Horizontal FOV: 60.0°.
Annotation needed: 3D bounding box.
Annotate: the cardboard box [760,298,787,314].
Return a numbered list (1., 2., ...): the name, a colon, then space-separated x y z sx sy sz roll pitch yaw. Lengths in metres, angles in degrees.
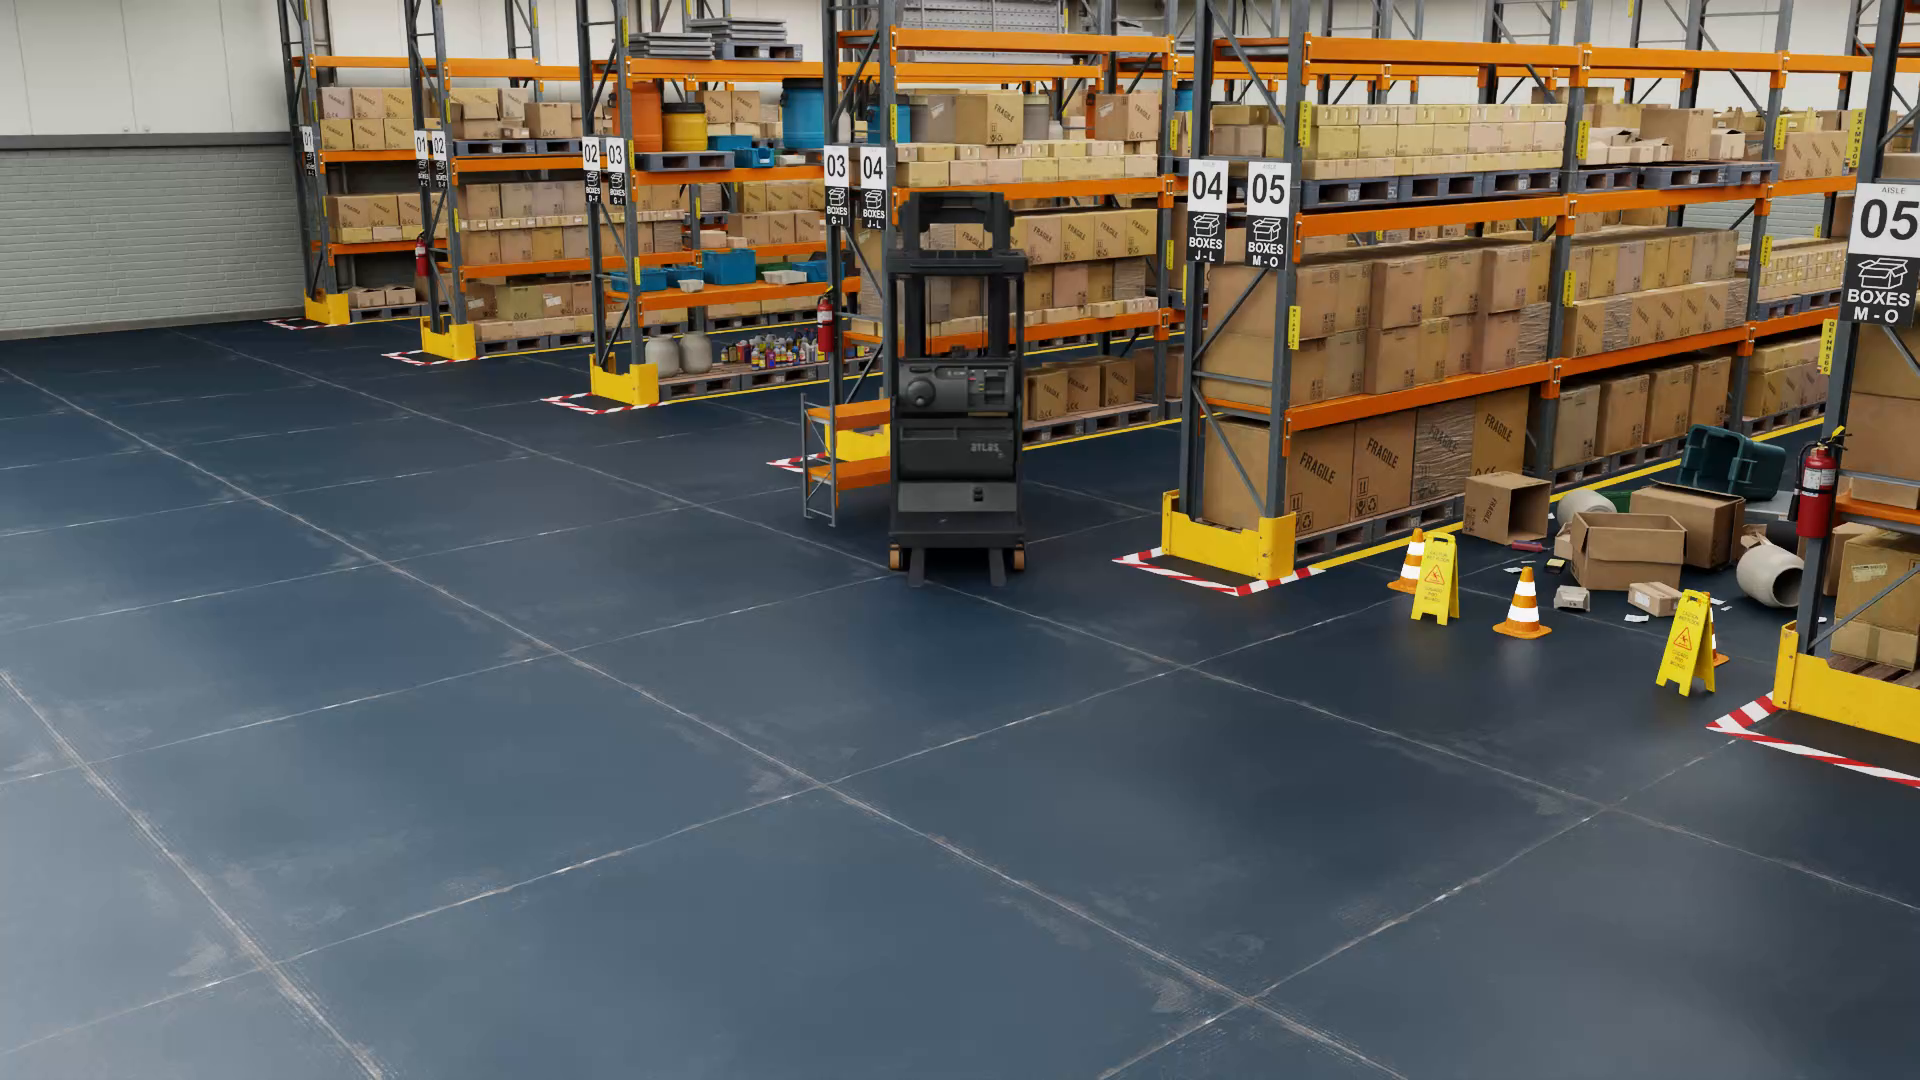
1. cardboard box: -3.236 -3.928 27.658 0.500 0.250 0.500 -13 20 -41

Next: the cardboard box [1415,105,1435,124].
1. cardboard box: 3.605 -3.443 13.451 0.250 0.149 0.380 -13 20 -40

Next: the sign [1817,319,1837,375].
1. sign: 5.161 -1.146 9.874 0.005 0.325 0.100 -13 19 -39

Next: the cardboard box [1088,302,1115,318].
1. cardboard box: 1.515 -2.580 18.582 0.250 0.149 0.380 -13 19 -39

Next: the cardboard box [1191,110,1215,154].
1. cardboard box: 3.152 -4.852 19.776 0.637 0.503 0.797 -12 19 -37

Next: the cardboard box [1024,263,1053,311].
1. cardboard box: 0.526 -2.799 18.146 0.500 0.500 0.875 -13 19 -39

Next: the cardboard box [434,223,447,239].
1. cardboard box: -9.020 -5.364 28.772 0.500 0.250 0.500 -12 19 -39

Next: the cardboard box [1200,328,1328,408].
1. cardboard box: 2.435 -1.414 13.439 0.550 0.550 0.875 -13 19 -39

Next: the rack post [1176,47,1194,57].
1. rack post: 3.363 -7.539 26.003 0.954 0.300 0.937 -10 18 -33

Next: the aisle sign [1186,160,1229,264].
1. aisle sign: 1.934 -2.572 13.028 0.004 0.787 0.394 -13 19 -39

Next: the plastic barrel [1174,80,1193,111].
1. plastic barrel: 3.619 -6.825 26.390 0.708 0.901 0.600 -13 19 -39

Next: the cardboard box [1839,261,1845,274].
1. cardboard box: 10.279 -3.244 19.680 0.250 0.149 0.380 -14 20 -42

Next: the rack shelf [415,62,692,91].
1. rack shelf: -5.987 -6.878 24.730 4.000 0.370 1.077 -13 19 -39

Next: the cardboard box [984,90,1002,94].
1. cardboard box: 0.562 -9.586 36.343 0.500 0.500 0.500 -12 19 -38

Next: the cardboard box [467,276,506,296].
1. cardboard box: -8.489 -4.644 29.815 0.500 0.500 0.500 14 21 43

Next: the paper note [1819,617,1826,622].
1. paper note: 6.206 0.567 12.068 0.142 0.019 0.148 8 17 28

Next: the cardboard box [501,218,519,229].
1. cardboard box: -6.672 -4.655 24.414 0.250 0.149 0.380 -13 19 -39

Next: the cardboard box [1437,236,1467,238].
1. cardboard box: 6.735 -3.945 23.012 0.500 0.500 0.500 -13 19 -39

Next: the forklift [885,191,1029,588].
1. forklift: -0.024 -1.251 13.254 1.130 2.935 3.031 0 15 0

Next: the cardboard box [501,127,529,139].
1. cardboard box: -6.492 -5.945 24.282 0.250 0.149 0.380 -13 19 -39

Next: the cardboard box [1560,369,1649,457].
1. cardboard box: 6.341 -1.348 17.031 0.750 0.750 1.050 -13 19 -39

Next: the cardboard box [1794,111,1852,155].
1. cardboard box: 9.985 -4.768 19.462 0.637 0.503 0.797 -13 20 -40

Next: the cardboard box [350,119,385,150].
1. cardboard box: -9.905 -6.744 27.642 0.500 0.500 0.500 -11 19 -36

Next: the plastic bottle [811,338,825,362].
1. plastic bottle: -1.914 -2.574 22.356 0.185 0.351 0.144 -13 20 -40

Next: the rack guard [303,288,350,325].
1. rack guard: -10.693 -3.950 28.070 0.348 0.500 1.175 -13 19 -39

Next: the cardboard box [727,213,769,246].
1. cardboard box: -3.490 -5.124 27.425 0.500 0.500 0.500 -11 18 -35

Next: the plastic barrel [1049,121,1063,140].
1. plastic barrel: 1.353 -6.082 25.178 0.421 0.512 0.421 0 15 0

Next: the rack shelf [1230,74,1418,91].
1. rack shelf: 6.315 -7.946 28.728 4.000 0.370 1.077 -13 19 -39

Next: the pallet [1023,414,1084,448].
1. pallet: 0.618 -1.254 18.536 1.213 0.211 1.003 -13 19 -39

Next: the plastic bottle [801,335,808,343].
1. plastic bottle: -2.141 -2.684 22.922 0.097 0.271 0.097 0 15 0

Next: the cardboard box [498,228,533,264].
1. cardboard box: -6.742 -4.396 24.702 0.500 0.500 0.700 -12 19 -38

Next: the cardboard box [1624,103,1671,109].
1. cardboard box: 10.718 -6.613 26.181 0.500 0.500 0.700 -14 21 -43

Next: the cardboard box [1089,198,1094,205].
1. cardboard box: 2.505 -6.383 32.141 0.500 0.500 0.500 -12 19 -38

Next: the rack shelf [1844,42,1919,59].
1. rack shelf: 12.746 -6.190 21.388 4.000 0.370 1.077 -13 19 -39

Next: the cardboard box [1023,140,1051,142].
1. cardboard box: 0.785 -4.326 18.338 0.250 0.149 0.380 -13 20 -40

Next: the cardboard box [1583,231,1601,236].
1. cardboard box: 9.349 -4.557 25.212 0.500 0.250 0.500 -12 19 -38

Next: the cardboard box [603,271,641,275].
1. cardboard box: -5.405 -3.992 26.444 0.500 0.500 0.500 -13 19 -39

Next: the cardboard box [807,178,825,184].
1. cardboard box: -3.043 -7.355 33.712 0.500 0.250 0.500 -13 20 -40

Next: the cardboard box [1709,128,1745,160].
1. cardboard box: 7.628 -4.047 16.940 0.500 0.311 0.500 -13 19 -39

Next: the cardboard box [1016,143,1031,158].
1. cardboard box: 0.525 -4.088 17.448 0.250 0.149 0.380 -13 20 -40

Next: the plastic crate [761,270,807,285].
1. plastic crate: -2.288 -3.442 21.836 0.437 0.136 0.530 -13 19 -39

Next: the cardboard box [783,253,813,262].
1. cardboard box: -3.409 -5.911 33.918 0.750 0.750 0.750 -13 20 -40

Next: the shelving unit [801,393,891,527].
1. shelving unit: -0.848 -0.791 15.031 1.048 1.125 0.538 -11 19 -37

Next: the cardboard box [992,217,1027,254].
1. cardboard box: 0.357 -3.136 17.469 0.500 0.500 0.500 -13 19 -39

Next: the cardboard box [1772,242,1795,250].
1. cardboard box: 9.854 -3.517 20.126 0.250 0.149 0.380 -13 20 -40

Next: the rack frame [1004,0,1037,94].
1. rack frame: 1.320 -10.754 37.073 0.127 3.000 1.000 -13 19 -39

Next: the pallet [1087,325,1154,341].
1. pallet: 2.356 -3.366 26.443 1.213 0.211 1.003 -13 19 -39

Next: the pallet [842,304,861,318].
1. pallet: -2.107 -4.058 29.031 1.213 0.211 1.003 -13 19 -39

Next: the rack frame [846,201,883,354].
1. rack frame: -1.229 -3.894 23.016 0.127 3.000 1.000 -13 19 -39

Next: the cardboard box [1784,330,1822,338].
1. cardboard box: 10.055 -2.308 19.654 0.500 0.250 0.500 -14 20 -42

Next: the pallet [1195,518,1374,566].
1. pallet: 2.736 -0.073 14.114 1.213 0.211 1.003 -13 19 -39

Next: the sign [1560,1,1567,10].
1. sign: 8.422 -7.569 23.187 0.005 0.325 0.100 -13 19 -39

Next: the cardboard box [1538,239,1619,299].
1. cardboard box: 5.959 -2.651 16.232 0.500 0.500 0.700 -13 20 -40

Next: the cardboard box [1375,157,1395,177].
1. cardboard box: 3.225 -2.973 13.234 0.250 0.149 0.380 -12 19 -39

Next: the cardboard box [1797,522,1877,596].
1. cardboard box: 6.826 0.122 12.818 0.500 0.500 0.500 0 15 -1

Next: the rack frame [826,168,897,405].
1. rack frame: -0.995 -2.252 16.869 0.127 3.000 1.000 -13 19 -39

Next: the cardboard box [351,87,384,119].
1. cardboard box: -9.888 -7.229 27.517 0.500 0.500 0.500 -13 20 -40
